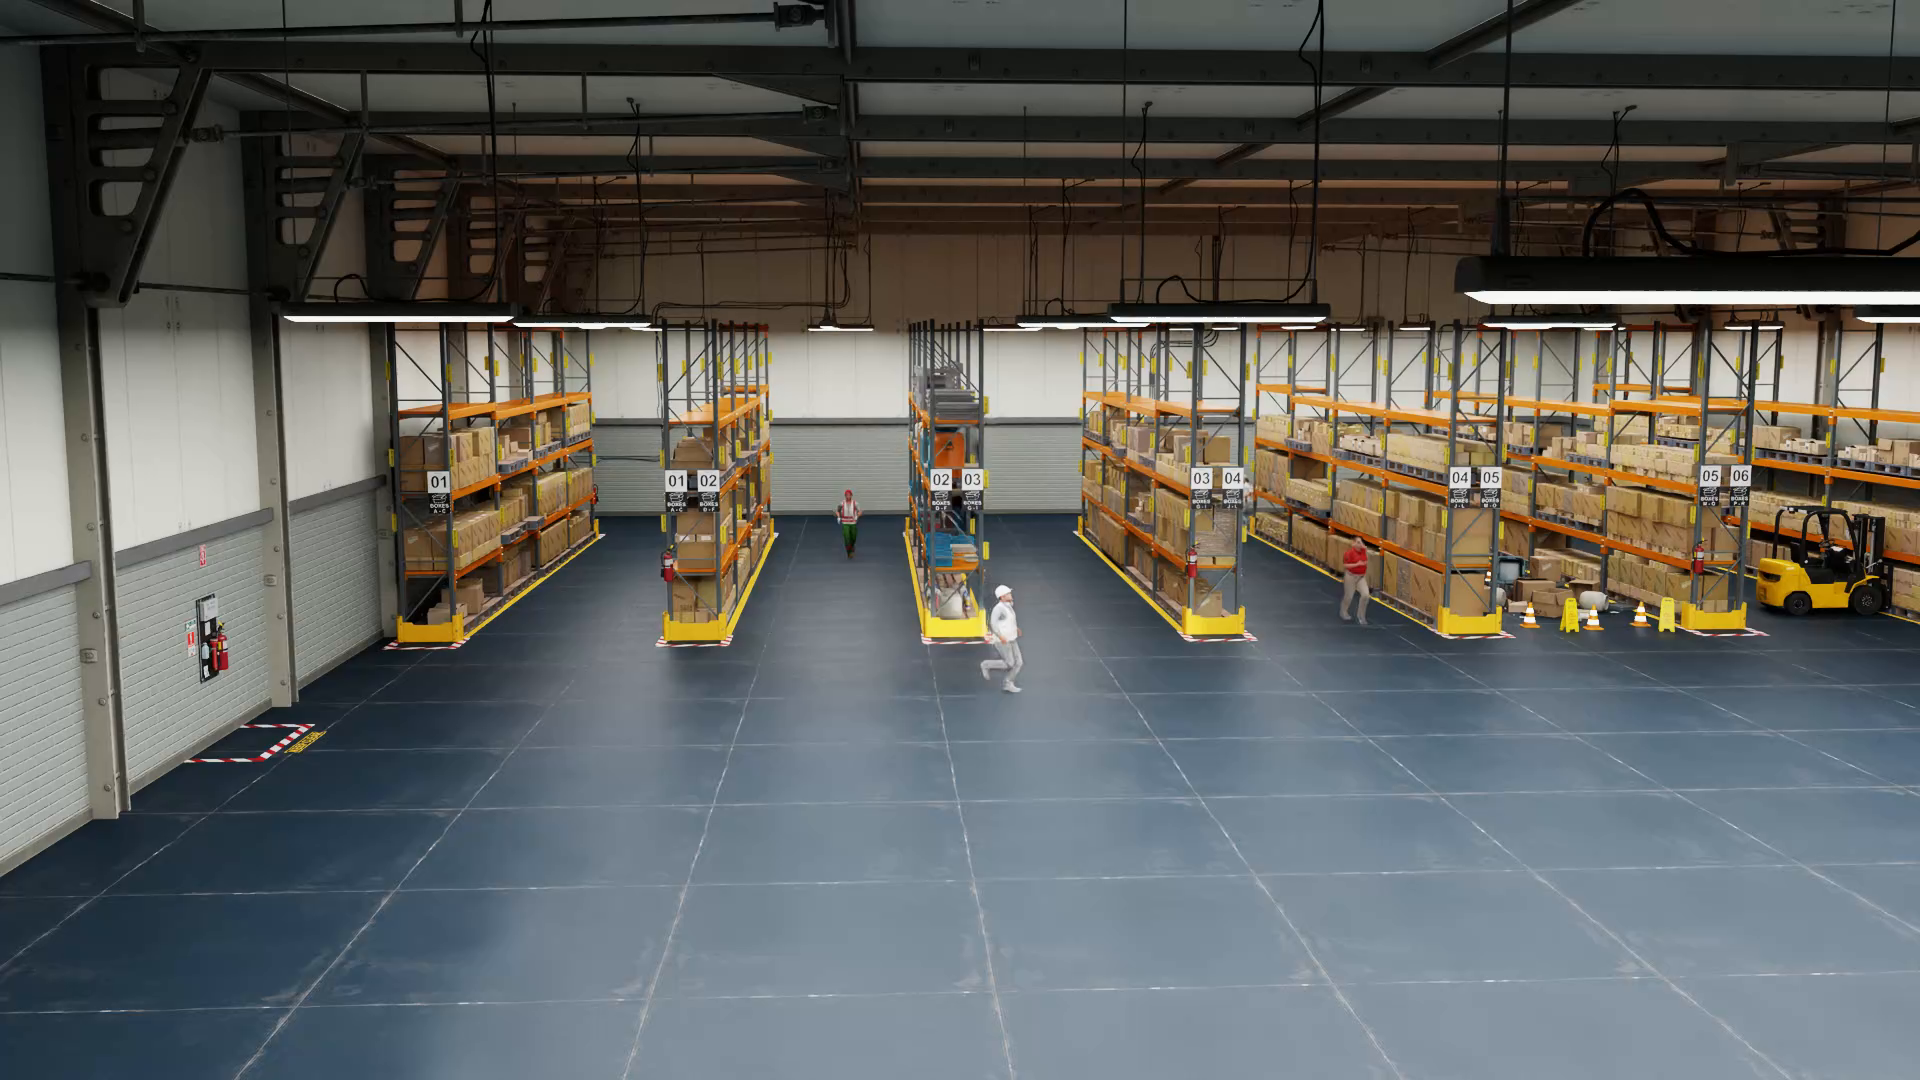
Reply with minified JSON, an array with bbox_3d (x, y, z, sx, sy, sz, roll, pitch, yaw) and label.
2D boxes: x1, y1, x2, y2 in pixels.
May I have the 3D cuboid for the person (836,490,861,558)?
[{"bbox_3d":[-2.857,-0.424,42.767,0.651,1.747,0.692,-1,7,-5],"label":"person"}]

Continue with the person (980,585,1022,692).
[{"bbox_3d":[0.676,1.584,26.745,0.643,1.728,0.678,3,8,22],"label":"person"}]

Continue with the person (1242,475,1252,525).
[{"bbox_3d":[8.319,-1.109,48.968,0.493,1.638,0.578,-2,7,-13],"label":"person"}]

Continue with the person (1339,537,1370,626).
[{"bbox_3d":[7.827,0.821,32.991,0.629,1.809,0.853,-2,7,-17],"label":"person"}]
